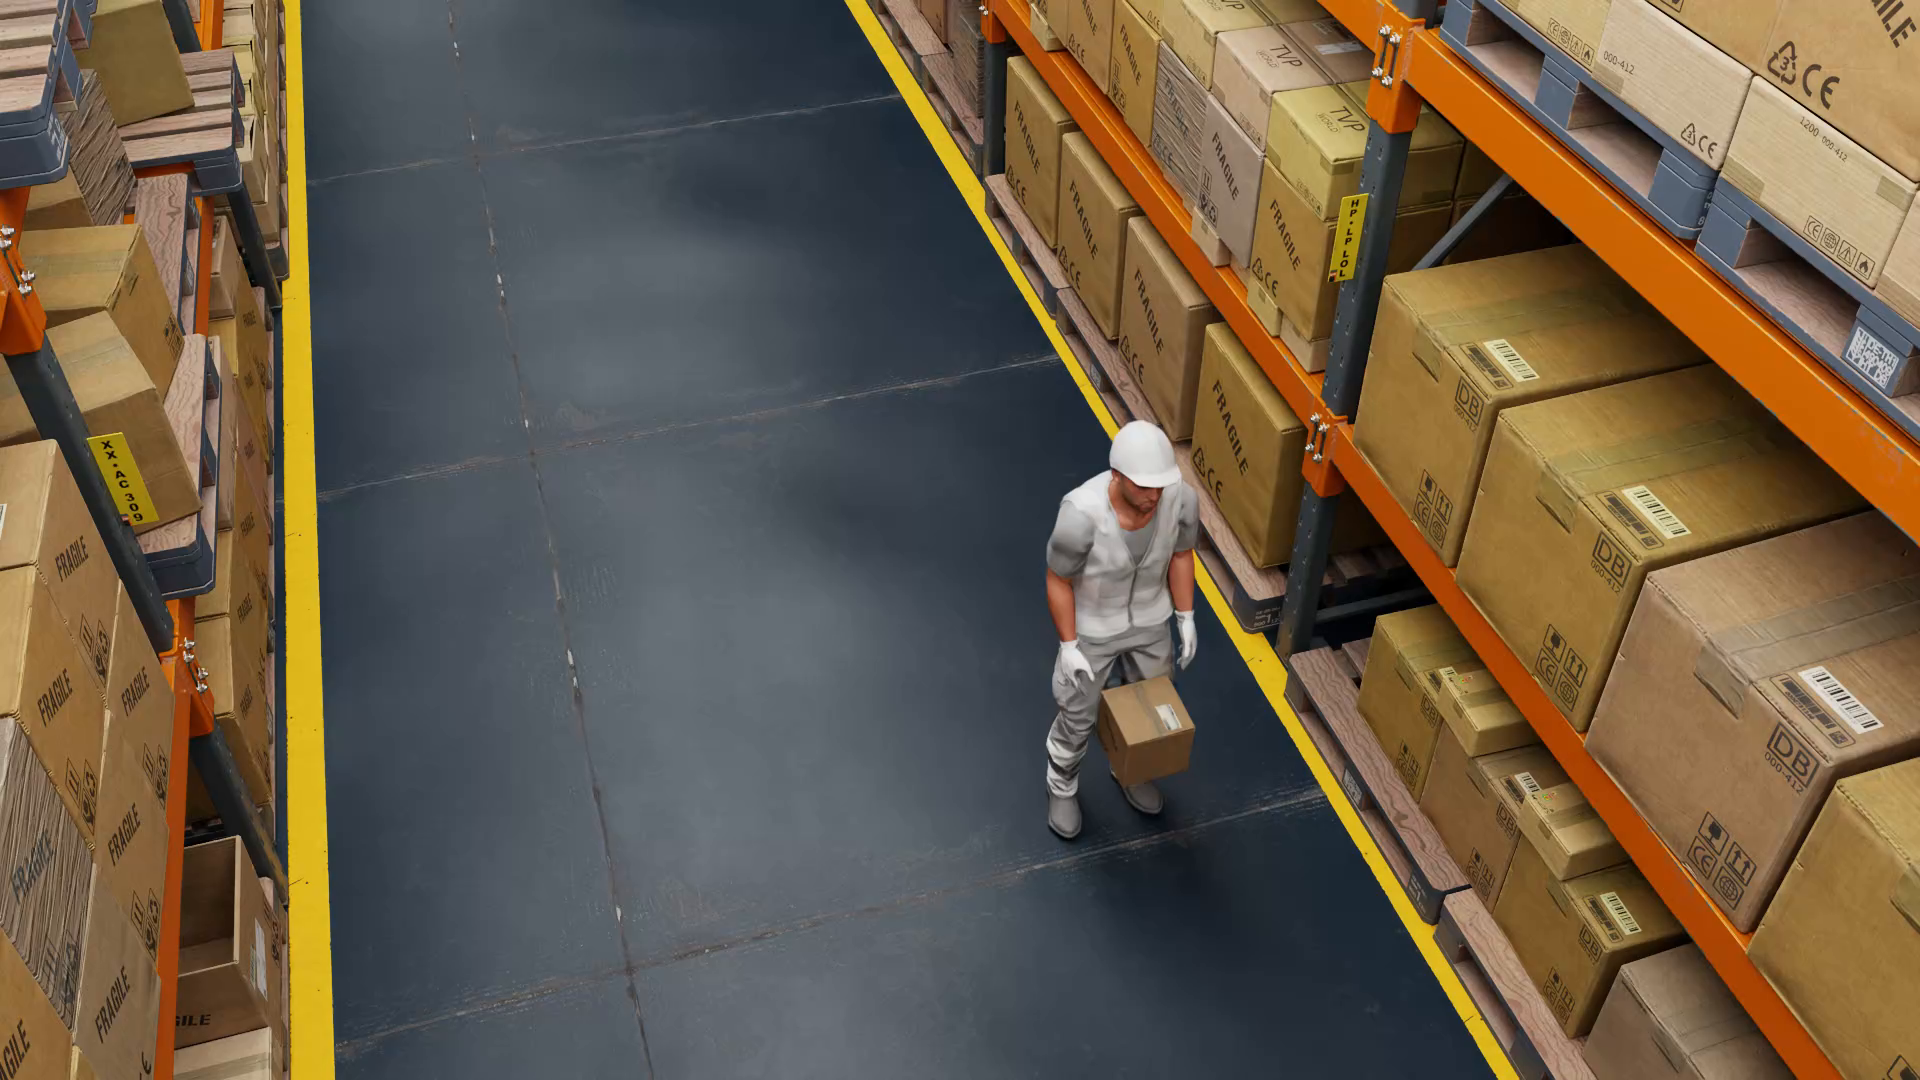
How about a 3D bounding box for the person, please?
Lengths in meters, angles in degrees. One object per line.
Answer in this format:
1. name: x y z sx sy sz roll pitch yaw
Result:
1. person: 0.556 0.296 5.812 0.547 1.787 0.404 -13 43 -14
